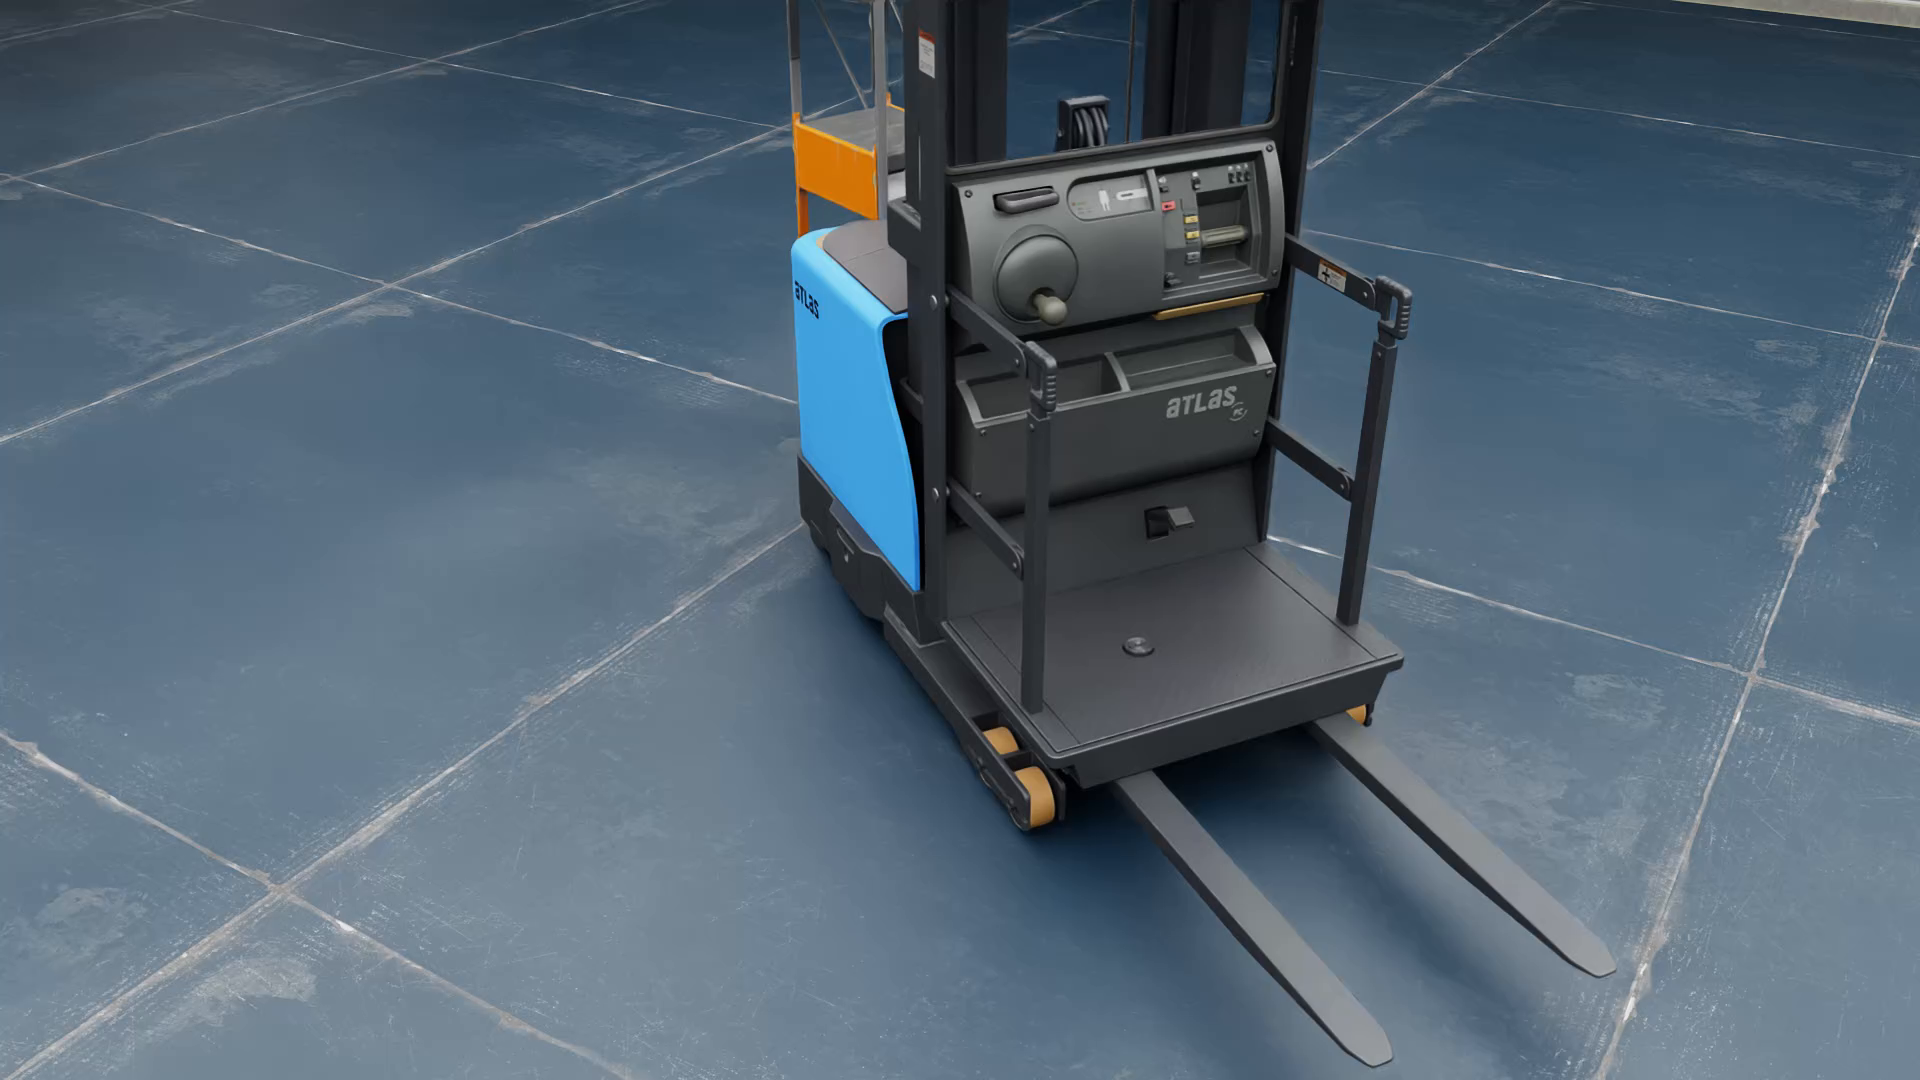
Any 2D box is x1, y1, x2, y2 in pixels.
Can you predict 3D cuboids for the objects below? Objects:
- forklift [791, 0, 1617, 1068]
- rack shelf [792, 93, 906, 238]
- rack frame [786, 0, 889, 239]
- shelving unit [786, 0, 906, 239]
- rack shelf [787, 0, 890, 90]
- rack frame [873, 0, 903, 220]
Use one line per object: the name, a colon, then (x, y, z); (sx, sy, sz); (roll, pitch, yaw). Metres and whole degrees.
forklift: (0.522, -0.746, 4.120); (1.130, 2.935, 3.031); (-13, 33, -21)
rack shelf: (-0.262, -1.202, 5.754); (0.431, 0.518, 0.480); (-22, 37, -33)
rack frame: (-0.414, -1.310, 5.912); (0.400, 2.100, 0.015); (-22, 37, -33)
shelving unit: (-0.262, -1.214, 5.747); (0.431, 2.100, 0.503); (-22, 37, -33)
rack shelf: (-0.262, -1.807, 5.401); (0.431, 0.518, 0.480); (-22, 37, -33)
rack frame: (-0.110, -1.118, 5.582); (0.400, 2.100, 0.015); (-22, 37, -33)
